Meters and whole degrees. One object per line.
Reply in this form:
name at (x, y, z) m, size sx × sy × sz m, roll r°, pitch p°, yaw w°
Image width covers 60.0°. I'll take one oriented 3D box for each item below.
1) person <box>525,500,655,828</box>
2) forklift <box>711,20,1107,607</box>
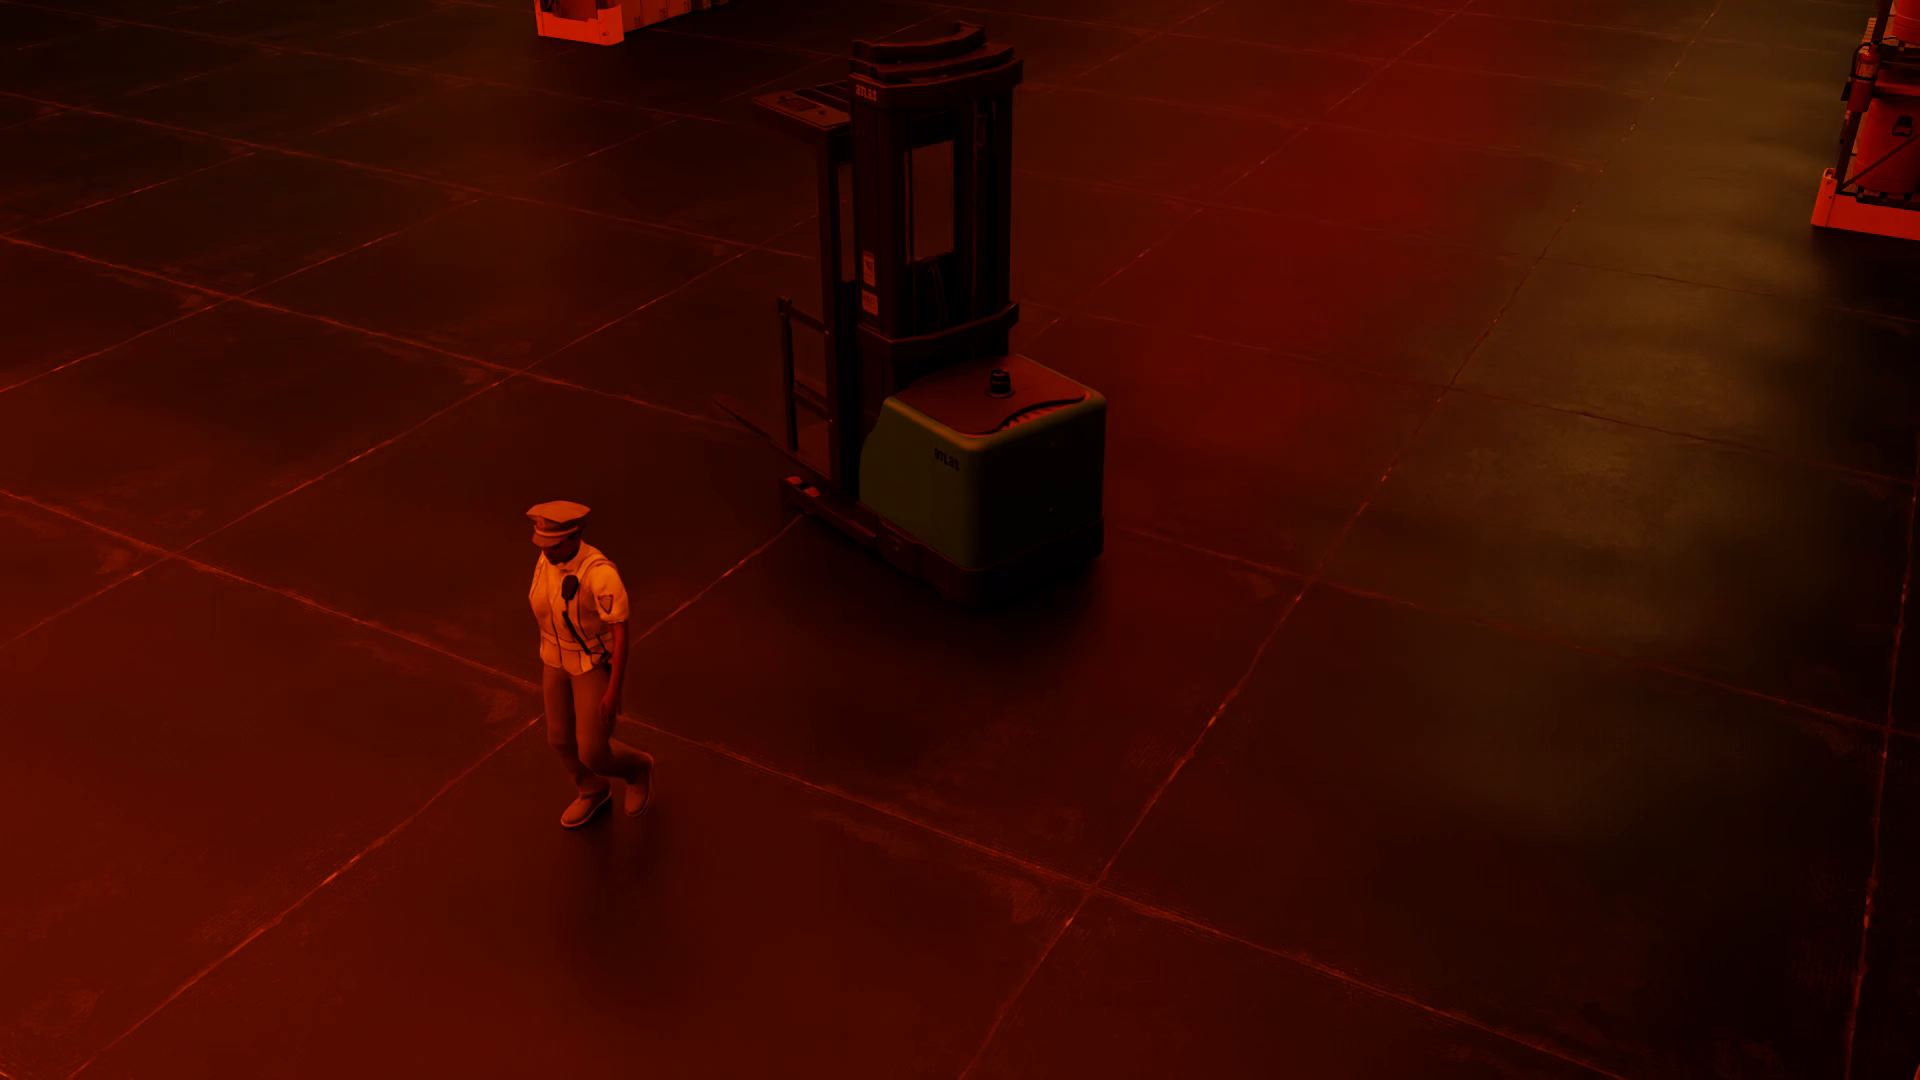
person at (-1.675, 0.568, 7.377) m, size 0.629 × 1.648 × 0.463 m, roll 17°, pitch 34°, yaw 27°
forklift at (-0.476, -1.566, 9.783) m, size 1.130 × 2.935 × 3.031 m, roll -22°, pitch 37°, yaw -33°
